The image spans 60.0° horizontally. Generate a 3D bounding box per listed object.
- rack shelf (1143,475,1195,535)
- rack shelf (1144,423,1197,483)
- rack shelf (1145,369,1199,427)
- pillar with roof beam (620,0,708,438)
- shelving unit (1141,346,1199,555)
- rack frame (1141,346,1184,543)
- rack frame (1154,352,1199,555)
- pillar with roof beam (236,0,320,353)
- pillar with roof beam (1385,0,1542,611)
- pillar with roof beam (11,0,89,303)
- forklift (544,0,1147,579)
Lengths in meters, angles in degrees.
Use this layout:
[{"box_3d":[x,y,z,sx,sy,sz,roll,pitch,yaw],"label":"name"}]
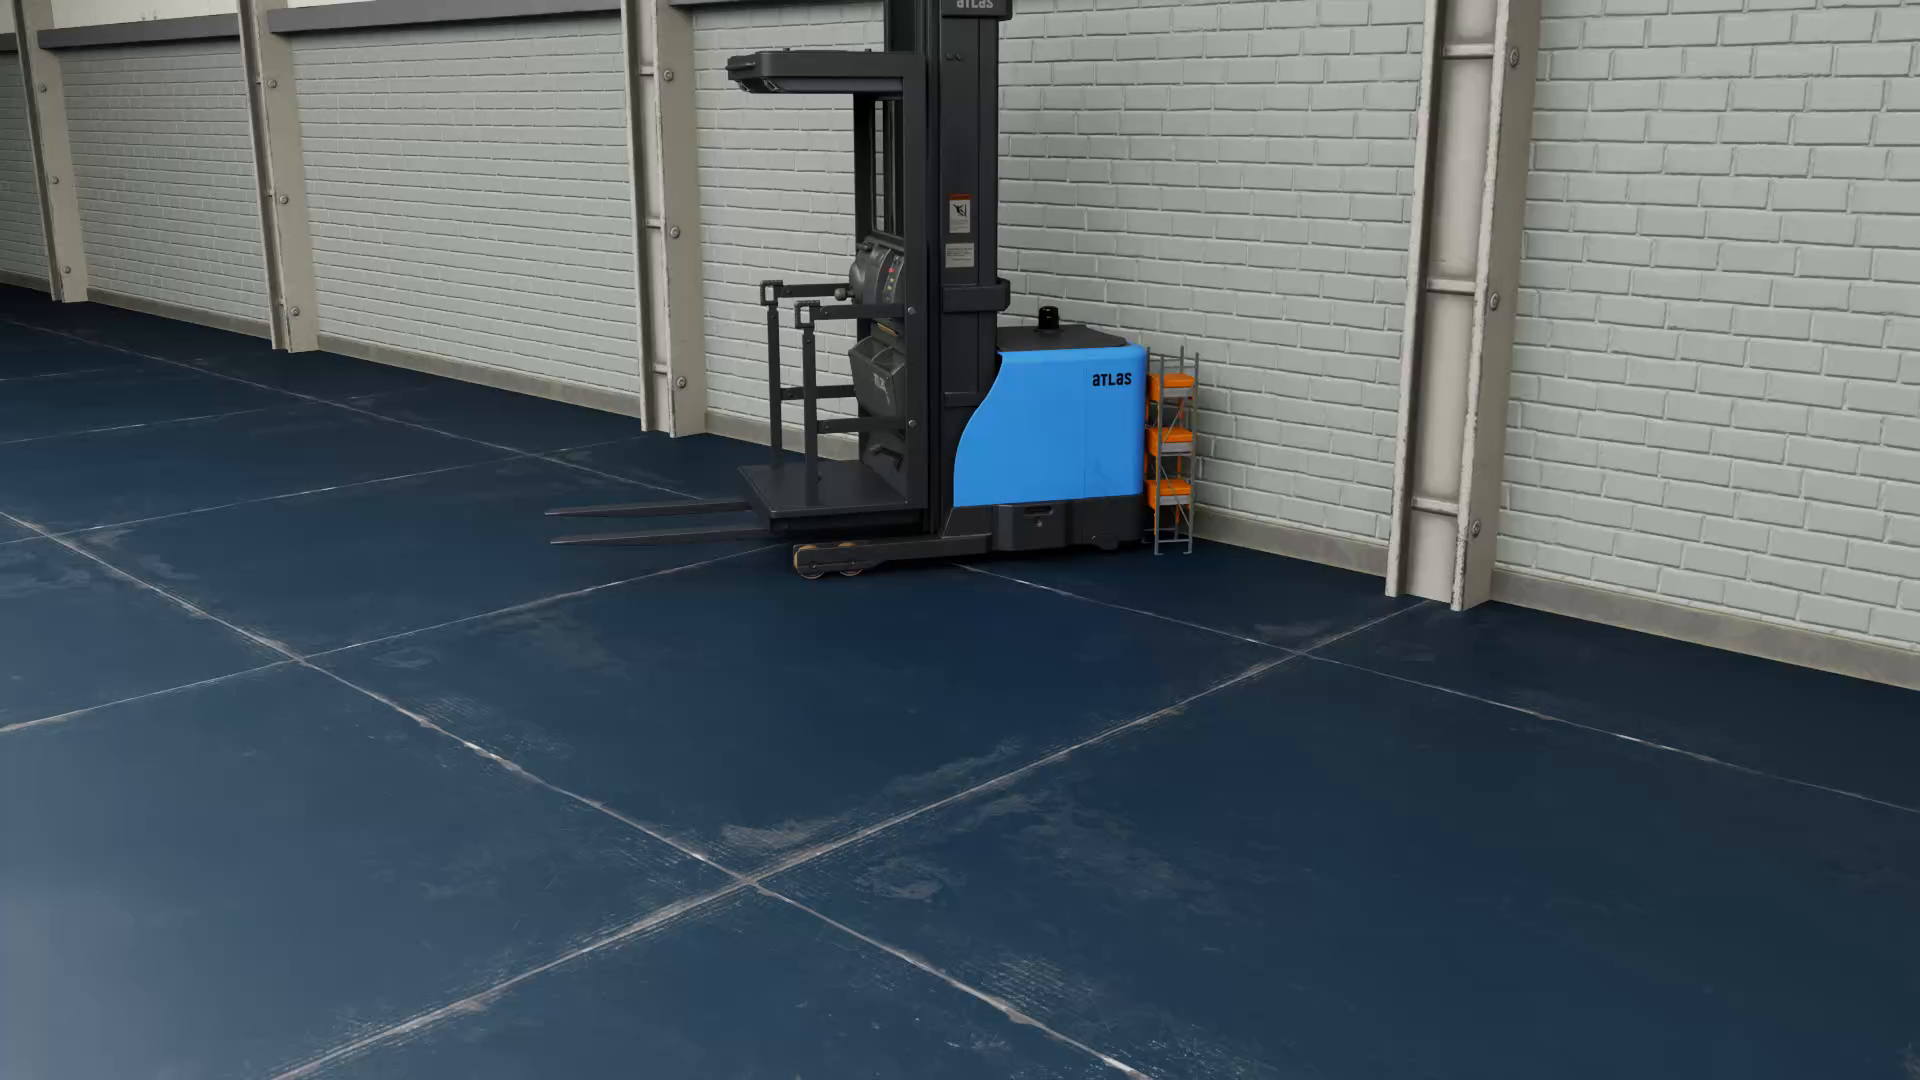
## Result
[{"box_3d":[1.087,-0.186,8.706,0.215,0.259,0.240,-3,15,-10],"label":"rack shelf"},{"box_3d":[1.087,-0.455,8.636,0.215,0.259,0.240,-3,15,-10],"label":"rack shelf"},{"box_3d":[1.087,-0.729,8.565,0.215,0.259,0.240,-3,15,-10],"label":"rack shelf"},{"box_3d":[-5.033,-4.356,7.802,0.400,9.000,9.100,14,20,42],"label":"pillar with roof beam"},{"box_3d":[1.087,-0.465,8.634,0.215,1.050,0.252,-3,15,-10],"label":"shelving unit"},{"box_3d":[1.065,-0.495,8.750,0.200,1.050,0.008,-3,15,-10],"label":"rack frame"},{"box_3d":[1.109,-0.435,8.518,0.200,1.050,0.008,-3,15,-10],"label":"rack frame"},{"box_3d":[-9.353,-5.406,11.832,0.400,9.000,9.100,14,20,42],"label":"pillar with roof beam"},{"box_3d":[-0.714,-3.306,3.772,0.400,9.000,9.100,14,20,42],"label":"pillar with roof beam"},{"box_3d":[-13.672,-6.456,15.862,0.400,9.000,9.100,14,20,42],"label":"pillar with roof beam"},{"box_3d":[-0.605,-1.374,8.394,3.031,2.935,1.130,-4,15,-16],"label":"forklift"}]
